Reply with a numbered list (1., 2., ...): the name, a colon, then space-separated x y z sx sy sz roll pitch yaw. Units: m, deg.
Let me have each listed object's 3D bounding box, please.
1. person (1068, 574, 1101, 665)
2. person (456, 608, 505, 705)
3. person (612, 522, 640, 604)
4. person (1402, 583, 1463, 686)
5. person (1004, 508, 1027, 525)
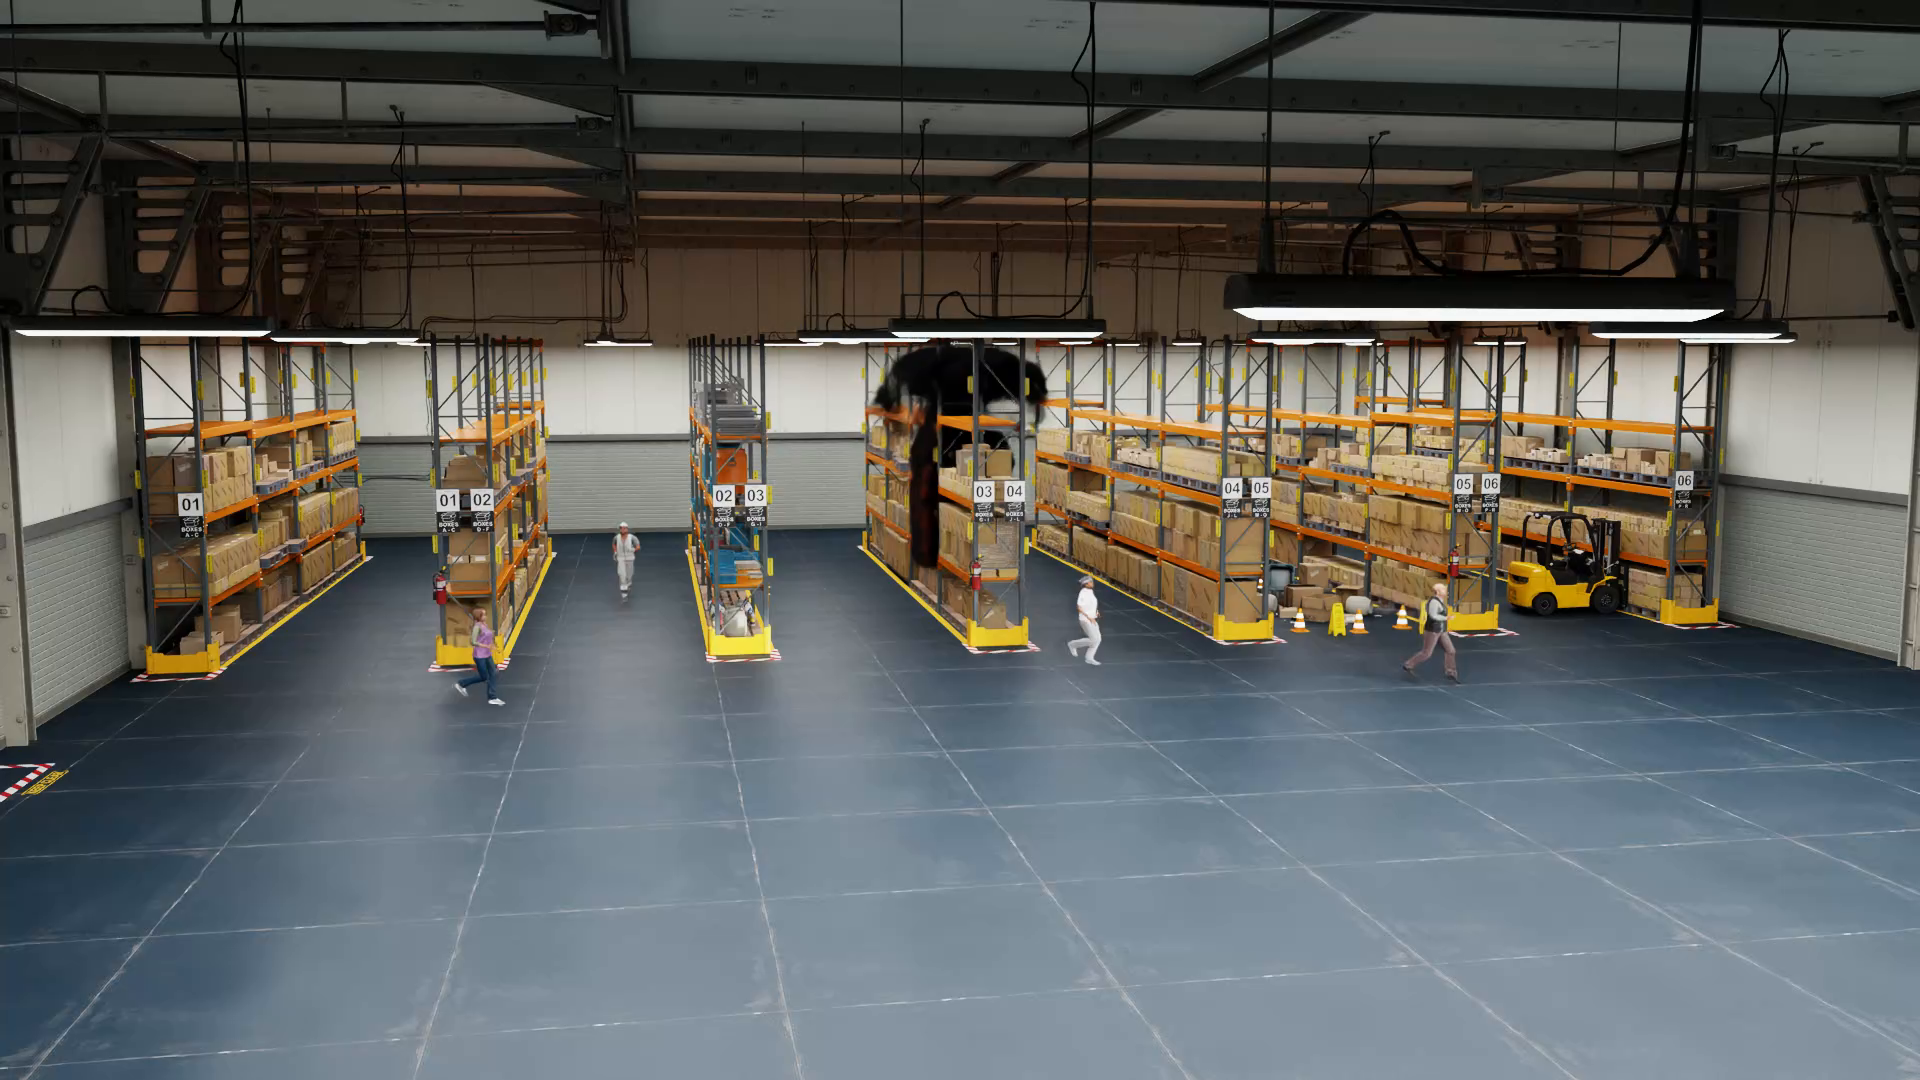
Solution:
1. person: 2.278 1.449 30.317 0.583 1.658 0.588 2 7 18
2. person: -7.727 1.879 26.781 0.804 1.586 0.537 1 7 6
3. person: -7.593 0.493 37.877 0.634 1.803 0.929 -1 7 -10
4. person: 8.113 1.621 28.535 1.009 1.767 0.624 5 8 35
5. person: 1.481 -0.348 45.449 0.710 1.767 0.934 -1 7 -6
